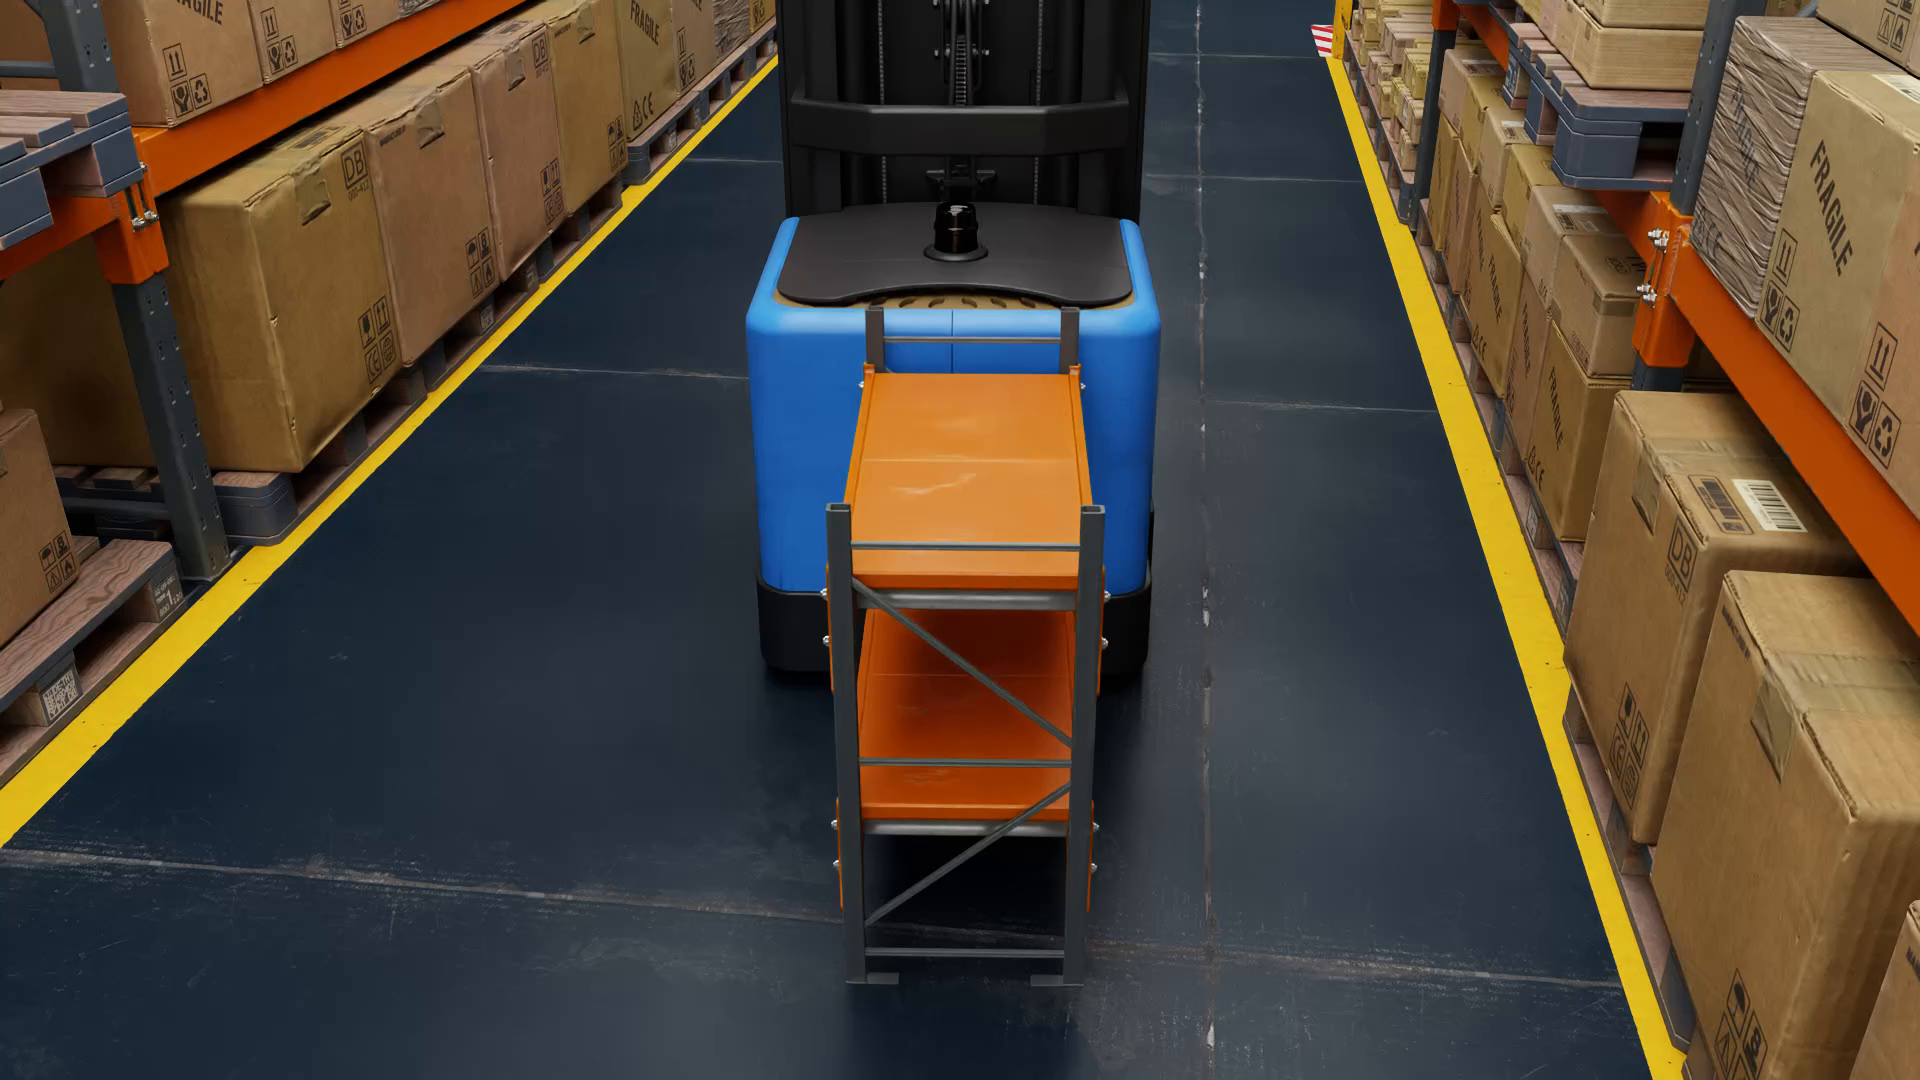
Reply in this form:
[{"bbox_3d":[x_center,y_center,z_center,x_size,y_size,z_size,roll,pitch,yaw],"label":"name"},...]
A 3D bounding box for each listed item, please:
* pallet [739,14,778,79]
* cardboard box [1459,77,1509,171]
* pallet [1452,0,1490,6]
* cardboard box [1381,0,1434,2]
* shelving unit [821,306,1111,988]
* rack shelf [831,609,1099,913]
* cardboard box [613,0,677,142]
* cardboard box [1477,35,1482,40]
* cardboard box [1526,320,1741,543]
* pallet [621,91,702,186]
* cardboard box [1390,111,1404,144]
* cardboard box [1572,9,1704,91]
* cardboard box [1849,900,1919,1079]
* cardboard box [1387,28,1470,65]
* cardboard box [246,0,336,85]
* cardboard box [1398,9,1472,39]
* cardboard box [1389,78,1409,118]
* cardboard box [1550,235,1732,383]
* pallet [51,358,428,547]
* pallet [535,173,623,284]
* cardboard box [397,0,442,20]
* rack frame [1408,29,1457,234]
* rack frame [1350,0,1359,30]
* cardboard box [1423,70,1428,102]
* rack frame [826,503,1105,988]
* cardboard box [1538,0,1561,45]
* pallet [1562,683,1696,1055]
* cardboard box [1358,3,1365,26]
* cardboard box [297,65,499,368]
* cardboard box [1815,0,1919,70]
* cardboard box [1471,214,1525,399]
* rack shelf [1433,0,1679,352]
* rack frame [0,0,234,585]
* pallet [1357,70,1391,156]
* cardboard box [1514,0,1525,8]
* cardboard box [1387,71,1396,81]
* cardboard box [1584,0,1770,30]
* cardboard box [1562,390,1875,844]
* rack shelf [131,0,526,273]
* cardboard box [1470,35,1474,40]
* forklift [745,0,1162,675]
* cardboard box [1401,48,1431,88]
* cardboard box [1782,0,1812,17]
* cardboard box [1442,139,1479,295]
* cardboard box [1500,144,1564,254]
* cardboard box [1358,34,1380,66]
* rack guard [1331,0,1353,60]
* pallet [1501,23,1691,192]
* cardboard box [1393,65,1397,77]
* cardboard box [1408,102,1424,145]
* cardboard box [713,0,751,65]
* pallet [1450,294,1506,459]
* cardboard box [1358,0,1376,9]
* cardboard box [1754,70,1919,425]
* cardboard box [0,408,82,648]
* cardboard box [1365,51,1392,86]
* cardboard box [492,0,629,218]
[{"bbox_3d":[-1.774,-3.400,11.339,1.003,0.211,1.213,3,28,6],"label":"pallet"},{"bbox_3d":[2.251,-1.622,6.500,0.500,0.250,0.500,4,29,8],"label":"cardboard box"},{"bbox_3d":[2.428,-2.355,6.660,1.003,0.211,1.213,3,28,6],"label":"pallet"},{"bbox_3d":[2.691,-3.139,9.849,0.380,0.149,0.250,4,29,8],"label":"cardboard box"},{"bbox_3d":[0.019,0.197,3.699,0.538,1.125,1.048,1,28,1],"label":"shelving unit"},{"bbox_3d":[0.019,0.412,3.815,0.538,0.278,1.000,1,28,1],"label":"rack shelf"},{"bbox_3d":[-2.084,-2.682,8.863,0.875,0.875,0.875,3,28,6],"label":"cardboard box"},{"bbox_3d":[3.062,-2.753,9.132,0.380,0.149,0.250,2,28,4],"label":"cardboard box"},{"bbox_3d":[1.997,-0.317,4.868,0.500,0.500,0.500,3,28,6],"label":"cardboard box"},{"bbox_3d":[-2.073,-2.252,9.208,1.003,0.211,1.213,3,28,6],"label":"pallet"},{"bbox_3d":[2.459,-2.170,8.679,0.380,0.149,0.250,2,28,5],"label":"cardboard box"},{"bbox_3d":[1.780,-1.241,4.213,0.380,0.149,0.250,4,29,7],"label":"cardboard box"},{"bbox_3d":[1.795,1.030,2.105,1.050,0.750,0.750,3,28,6],"label":"cardboard box"},{"bbox_3d":[2.517,-2.655,8.952,0.380,0.149,0.250,2,28,4],"label":"cardboard box"},{"bbox_3d":[-2.344,-1.743,5.218,0.500,0.500,0.500,3,28,5],"label":"cardboard box"},{"bbox_3d":[2.677,-2.894,9.394,0.380,0.149,0.250,3,29,6],"label":"cardboard box"},{"bbox_3d":[2.425,-2.273,8.556,0.380,0.149,0.250,2,28,4],"label":"cardboard box"},{"bbox_3d":[2.000,-0.659,4.713,0.500,0.250,0.500,3,28,5],"label":"cardboard box"},{"bbox_3d":[-2.563,-0.382,5.737,1.003,0.211,1.213,3,28,6],"label":"pallet"},{"bbox_3d":[-2.264,-1.531,7.869,1.003,0.211,1.213,3,28,6],"label":"pallet"},{"bbox_3d":[-2.221,-2.220,6.102,0.500,0.500,0.500,3,29,6],"label":"cardboard box"},{"bbox_3d":[2.666,-2.790,7.267,1.000,3.000,0.127,3,28,6],"label":"rack frame"},{"bbox_3d":[3.156,-4.673,10.762,1.000,3.000,0.127,3,28,6],"label":"rack frame"},{"bbox_3d":[2.451,-2.165,8.041,0.380,0.149,0.250,4,29,8],"label":"cardboard box"},{"bbox_3d":[0.010,0.438,3.252,0.500,1.125,0.032,1,28,1],"label":"rack frame"},{"bbox_3d":[1.844,-1.479,4.654,0.380,0.149,0.250,4,29,7],"label":"cardboard box"},{"bbox_3d":[2.005,0.687,3.753,1.003,0.211,1.213,3,28,6],"label":"pallet"},{"bbox_3d":[2.748,-3.377,10.605,0.380,0.149,0.250,3,28,6],"label":"cardboard box"},{"bbox_3d":[-2.512,-1.236,6.178,1.225,0.875,0.875,3,29,6],"label":"cardboard box"},{"bbox_3d":[2.111,-1.181,3.120,0.700,0.500,0.500,3,28,6],"label":"cardboard box"},{"bbox_3d":[2.113,-0.811,5.785,0.500,0.500,0.500,2,28,4],"label":"cardboard box"},{"bbox_3d":[2.421,-1.532,5.690,1.077,0.370,4.000,3,28,6],"label":"rack shelf"},{"bbox_3d":[-2.734,-1.243,4.395,1.000,3.000,0.127,3,28,6],"label":"rack frame"},{"bbox_3d":[2.860,-2.457,9.588,1.003,0.211,1.213,3,28,6],"label":"pallet"},{"bbox_3d":[1.909,-1.723,5.107,0.380,0.149,0.250,2,28,4],"label":"cardboard box"},{"bbox_3d":[2.601,-2.531,9.348,0.380,0.149,0.250,4,29,7],"label":"cardboard box"},{"bbox_3d":[1.785,-1.372,4.142,0.380,0.149,0.250,4,29,7],"label":"cardboard box"},{"bbox_3d":[2.012,0.179,3.684,1.050,0.750,0.750,3,28,6],"label":"cardboard box"},{"bbox_3d":[-2.489,-1.868,6.313,1.077,0.370,4.000,3,28,6],"label":"rack shelf"},{"bbox_3d":[3.178,-3.104,10.098,0.380,0.149,0.250,3,28,6],"label":"cardboard box"},{"bbox_3d":[0.014,-1.589,5.109,1.130,2.935,3.031,1,28,1],"label":"forklift"},{"bbox_3d":[2.467,-2.405,8.487,0.380,0.149,0.250,3,28,6],"label":"cardboard box"},{"bbox_3d":[2.497,-1.434,4.571,0.380,0.149,0.250,5,29,9],"label":"cardboard box"},{"bbox_3d":[2.249,-1.293,6.681,0.500,0.500,0.500,5,29,8],"label":"cardboard box"},{"bbox_3d":[2.129,-1.136,5.598,0.500,0.250,0.500,4,29,7],"label":"cardboard box"},{"bbox_3d":[2.660,-3.016,10.248,0.380,0.149,0.250,4,29,7],"label":"cardboard box"},{"bbox_3d":[3.147,-3.537,11.288,1.175,0.500,0.348,3,28,6],"label":"rack guard"},{"bbox_3d":[2.158,-1.165,4.452,1.213,0.211,1.003,3,28,6],"label":"pallet"},{"bbox_3d":[2.618,-2.632,9.221,0.380,0.149,0.250,2,28,4],"label":"cardboard box"},{"bbox_3d":[2.389,-2.018,8.082,0.380,0.149,0.250,4,29,7],"label":"cardboard box"},{"bbox_3d":[-1.865,-3.524,10.427,0.875,0.875,0.875,3,28,6],"label":"cardboard box"},{"bbox_3d":[2.425,-0.620,6.179,1.003,0.211,1.213,3,28,6],"label":"pallet"},{"bbox_3d":[2.682,-3.390,10.316,0.380,0.149,0.250,3,28,6],"label":"cardboard box"},{"bbox_3d":[1.794,-0.516,2.941,0.500,0.500,0.500,3,28,6],"label":"cardboard box"},{"bbox_3d":[-2.796,-0.020,4.296,0.700,0.500,0.500,2,28,4],"label":"cardboard box"},{"bbox_3d":[2.606,-2.778,9.807,0.380,0.149,0.250,2,28,4],"label":"cardboard box"},{"bbox_3d":[-2.303,-2.073,7.733,1.225,0.875,0.875,3,29,6],"label":"cardboard box"}]
